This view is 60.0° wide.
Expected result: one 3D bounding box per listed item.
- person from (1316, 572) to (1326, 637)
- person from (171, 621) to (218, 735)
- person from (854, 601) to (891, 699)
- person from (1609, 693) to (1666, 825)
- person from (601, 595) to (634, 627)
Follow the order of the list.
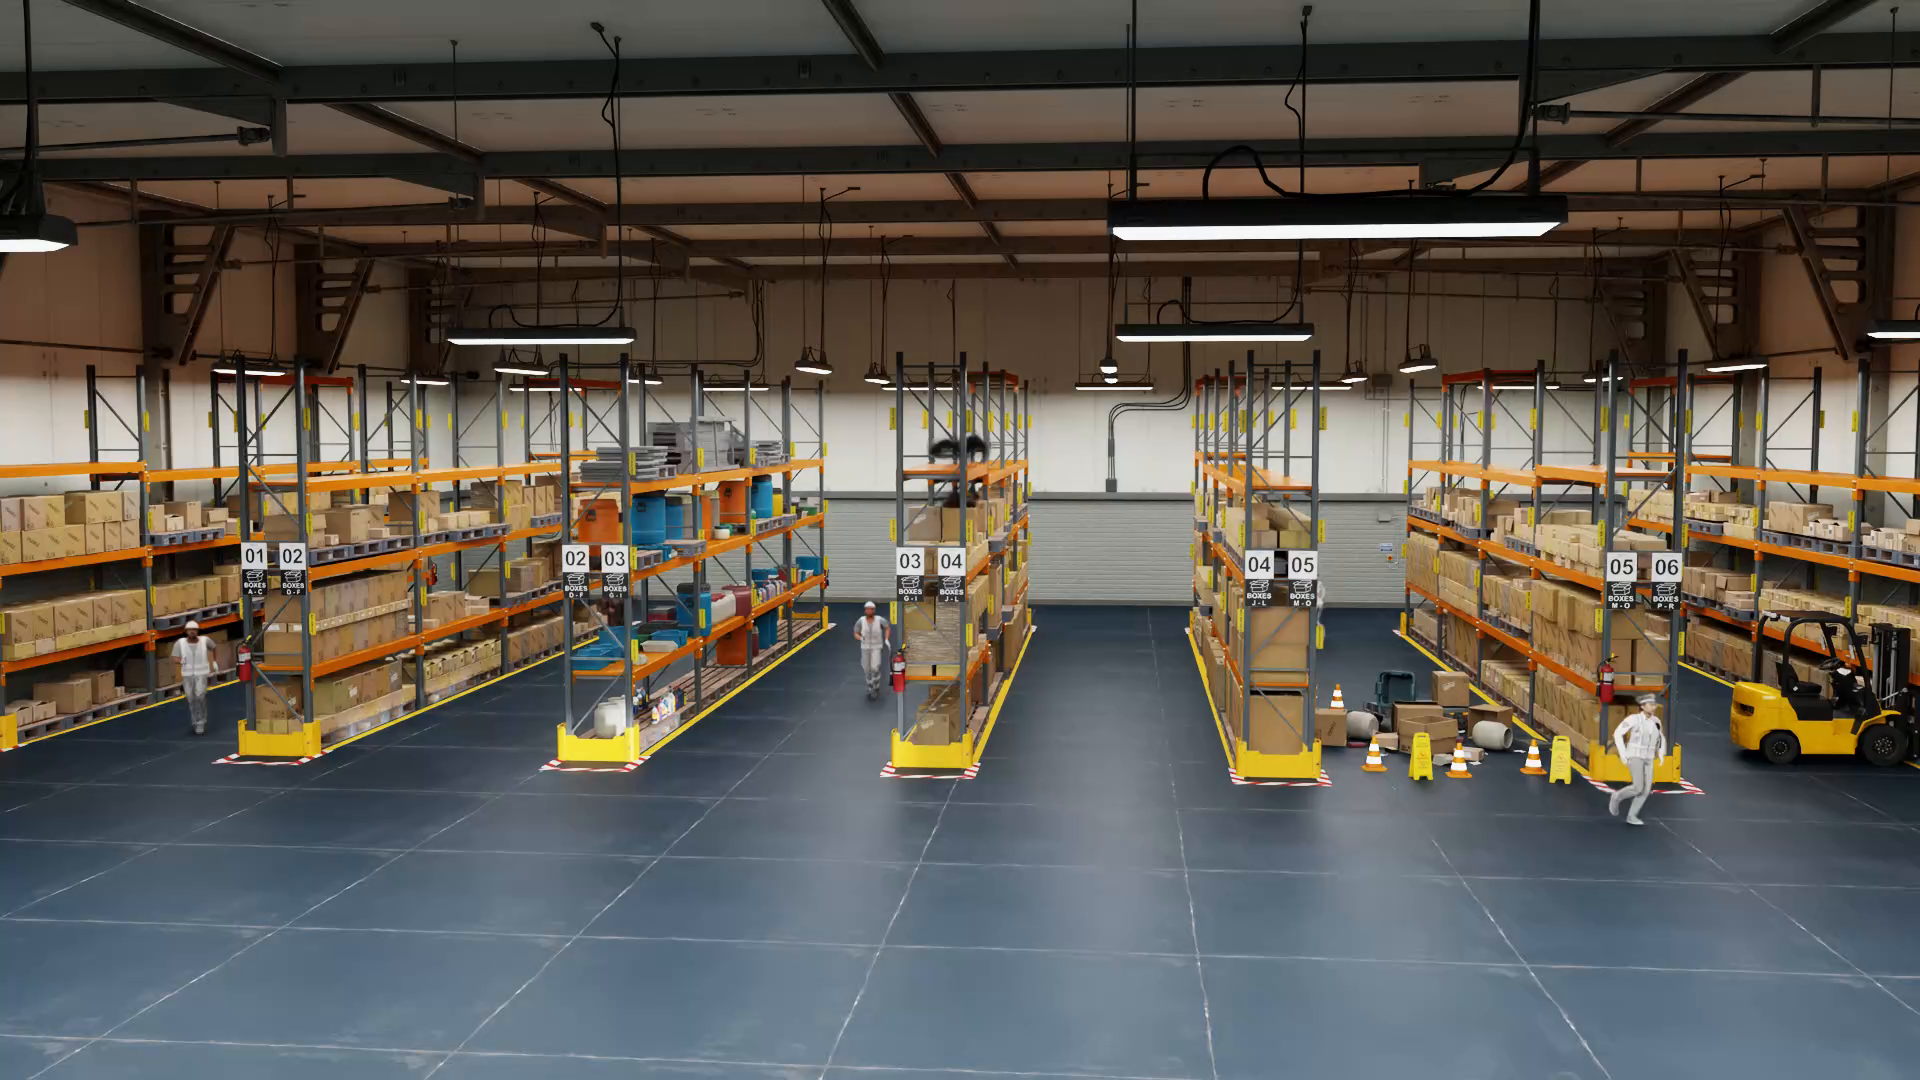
[{"bbox_3d":[8.071,1.526,37.528,0.614,1.660,0.671,-1,4,-20],"label":"person"},{"bbox_3d":[-12.328,2.211,26.790,0.639,1.834,0.851,-1,4,-13],"label":"person"},{"bbox_3d":[-1.588,1.984,29.928,0.645,1.766,0.775,0,4,6],"label":"person"},{"bbox_3d":[8.501,2.709,20.746,0.651,1.631,0.535,-1,4,-19],"label":"person"},{"bbox_3d":[-7.302,1.777,35.544,0.728,1.380,1.047,-1,4,-15],"label":"person"}]
